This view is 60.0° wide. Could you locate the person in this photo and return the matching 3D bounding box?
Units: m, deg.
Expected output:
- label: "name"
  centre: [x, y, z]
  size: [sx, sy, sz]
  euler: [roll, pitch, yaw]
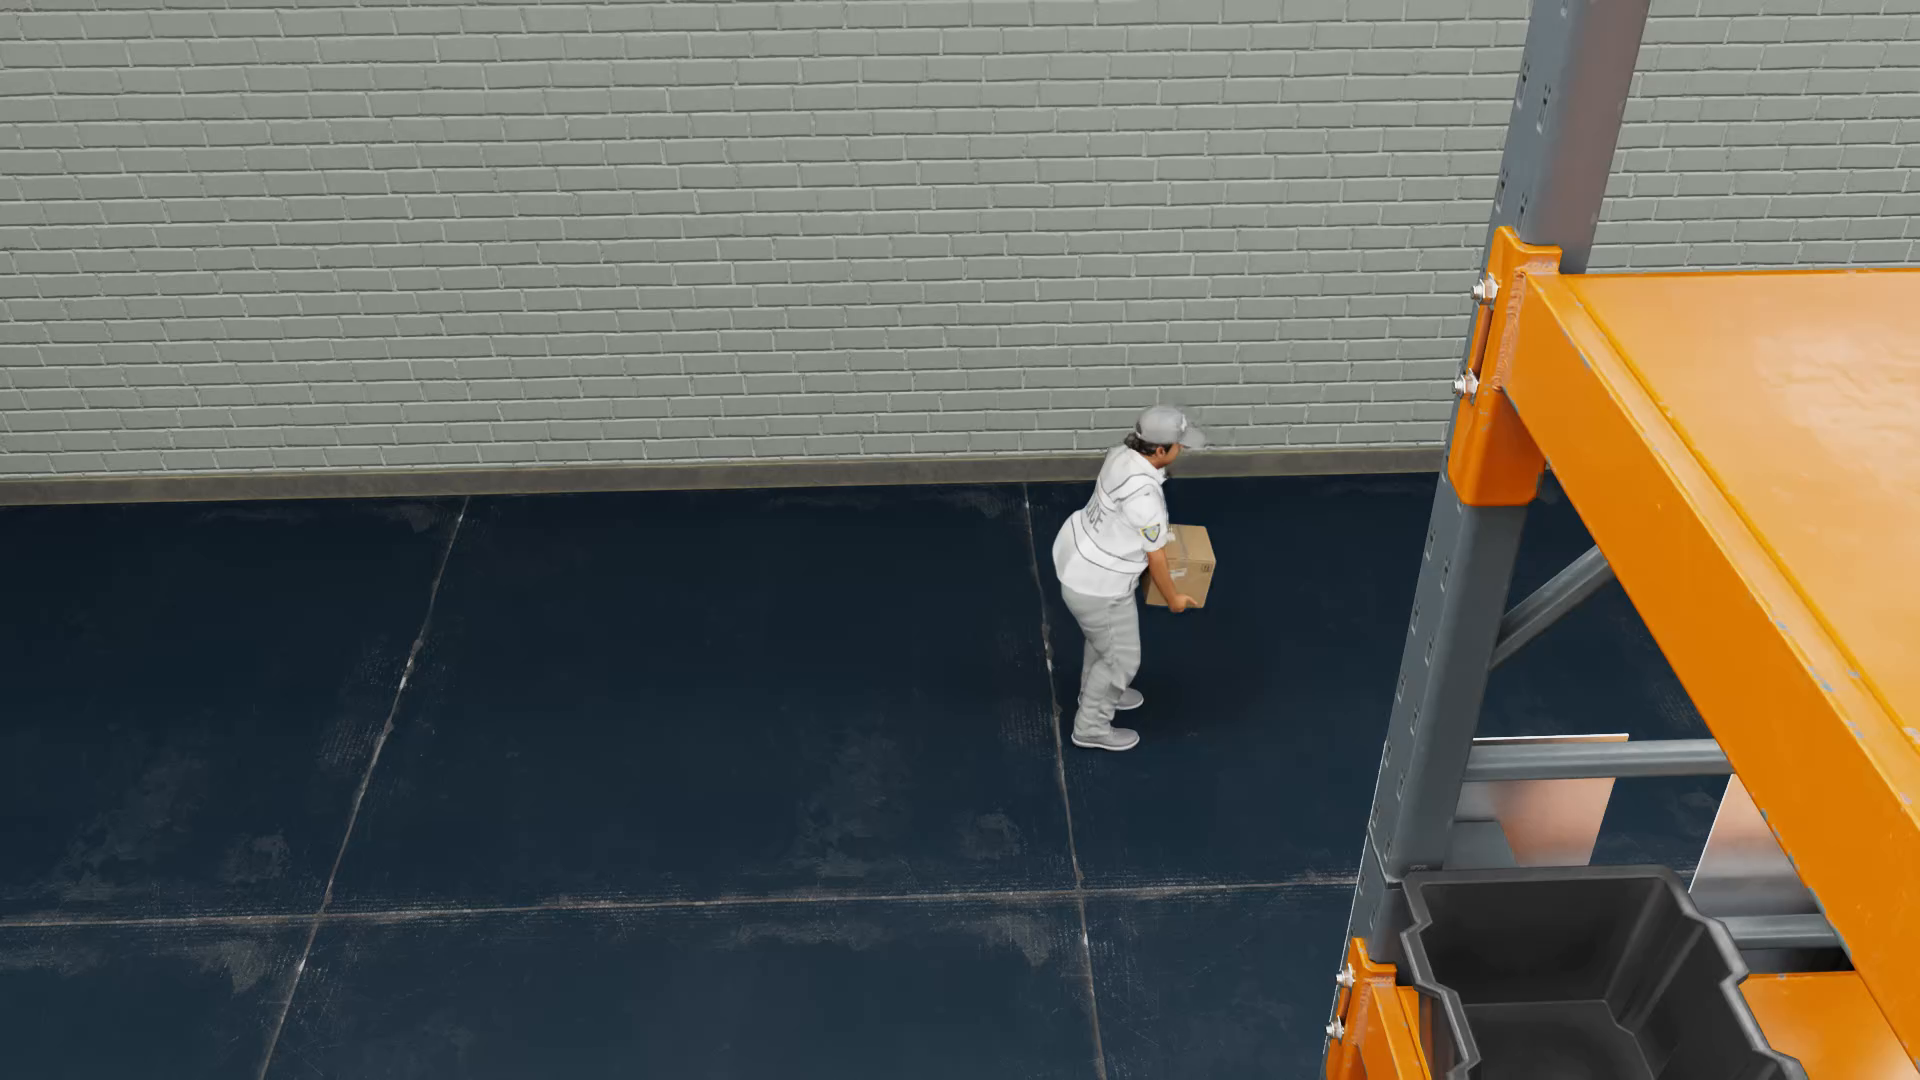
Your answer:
- label: "person"
  centre: [0.688, 0.152, 7.021]
  size: [0.592, 1.623, 0.452]
  euler: [-2, 36, -3]
